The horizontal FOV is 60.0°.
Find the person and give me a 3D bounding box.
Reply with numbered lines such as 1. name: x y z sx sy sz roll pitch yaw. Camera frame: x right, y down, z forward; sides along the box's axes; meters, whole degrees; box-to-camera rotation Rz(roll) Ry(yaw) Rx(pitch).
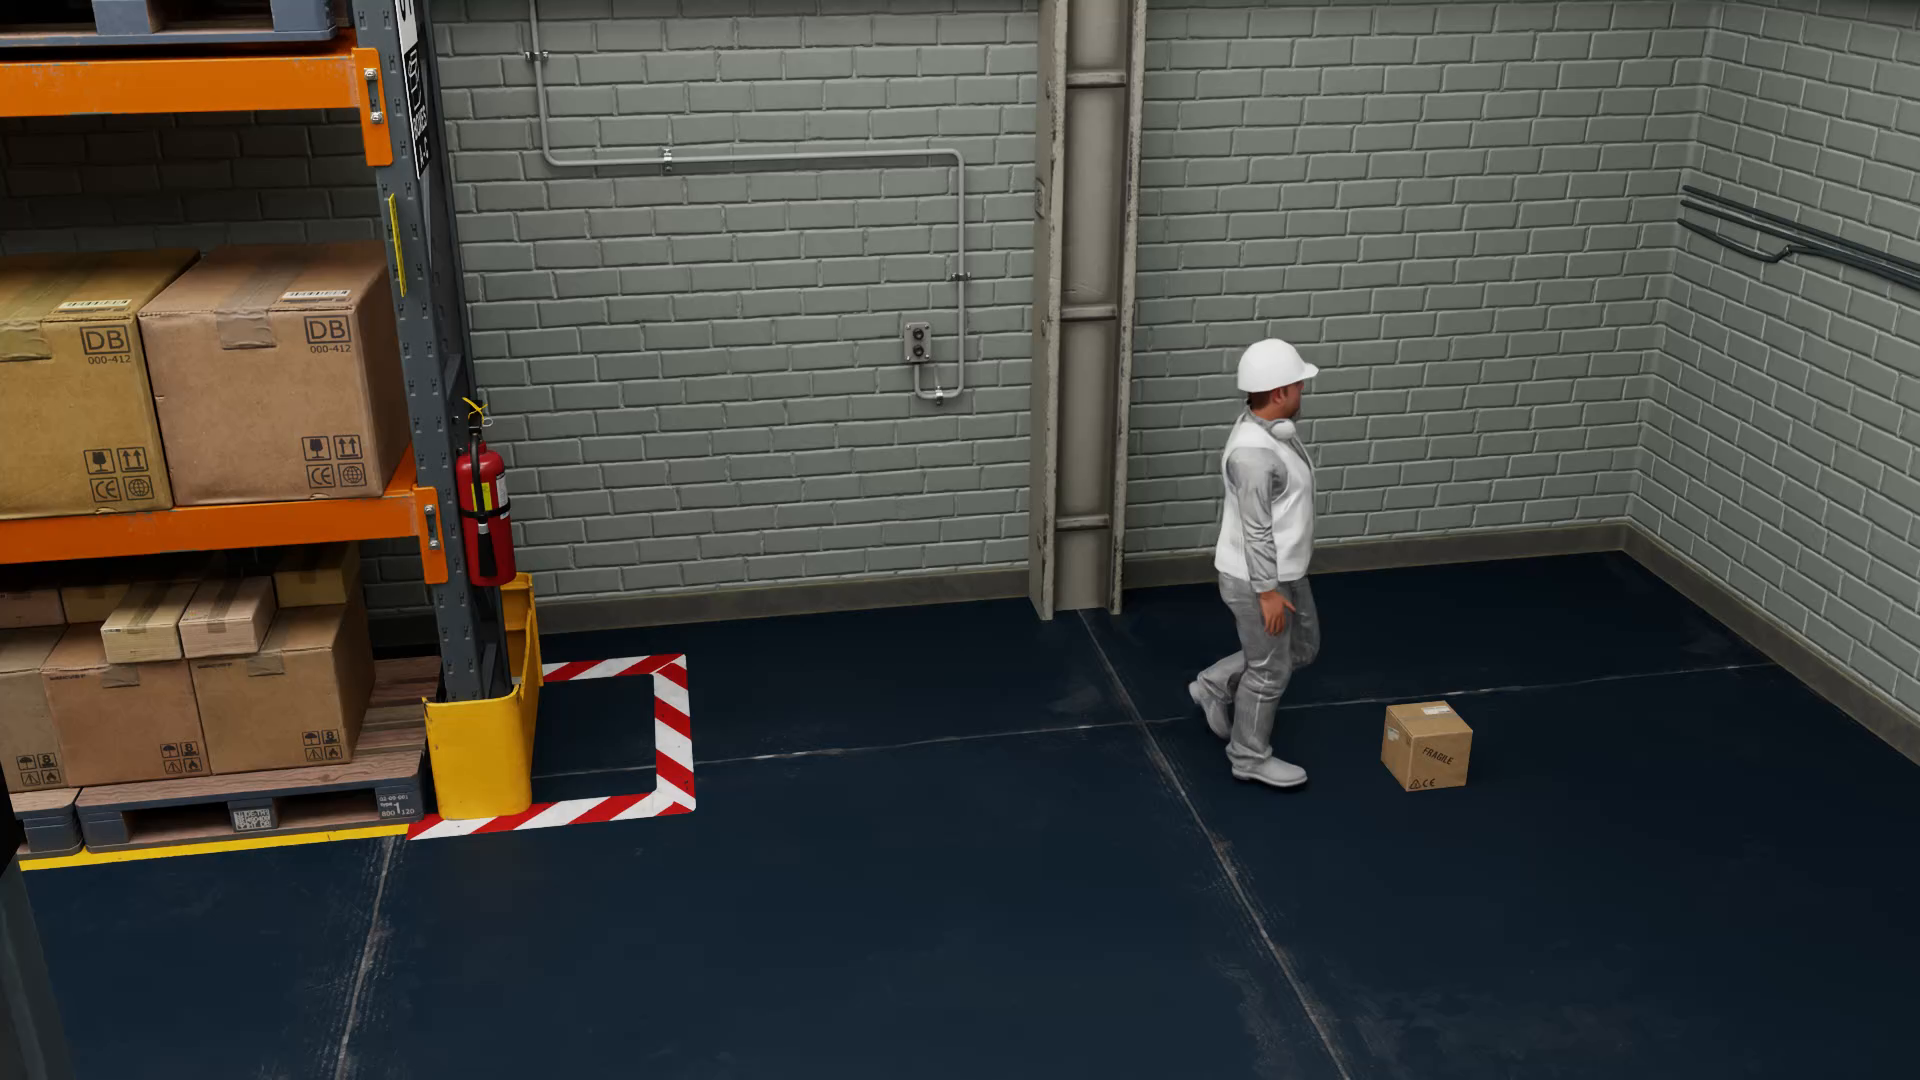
1. person: 1.151 0.094 6.306 0.491 1.764 0.552 8 24 18
